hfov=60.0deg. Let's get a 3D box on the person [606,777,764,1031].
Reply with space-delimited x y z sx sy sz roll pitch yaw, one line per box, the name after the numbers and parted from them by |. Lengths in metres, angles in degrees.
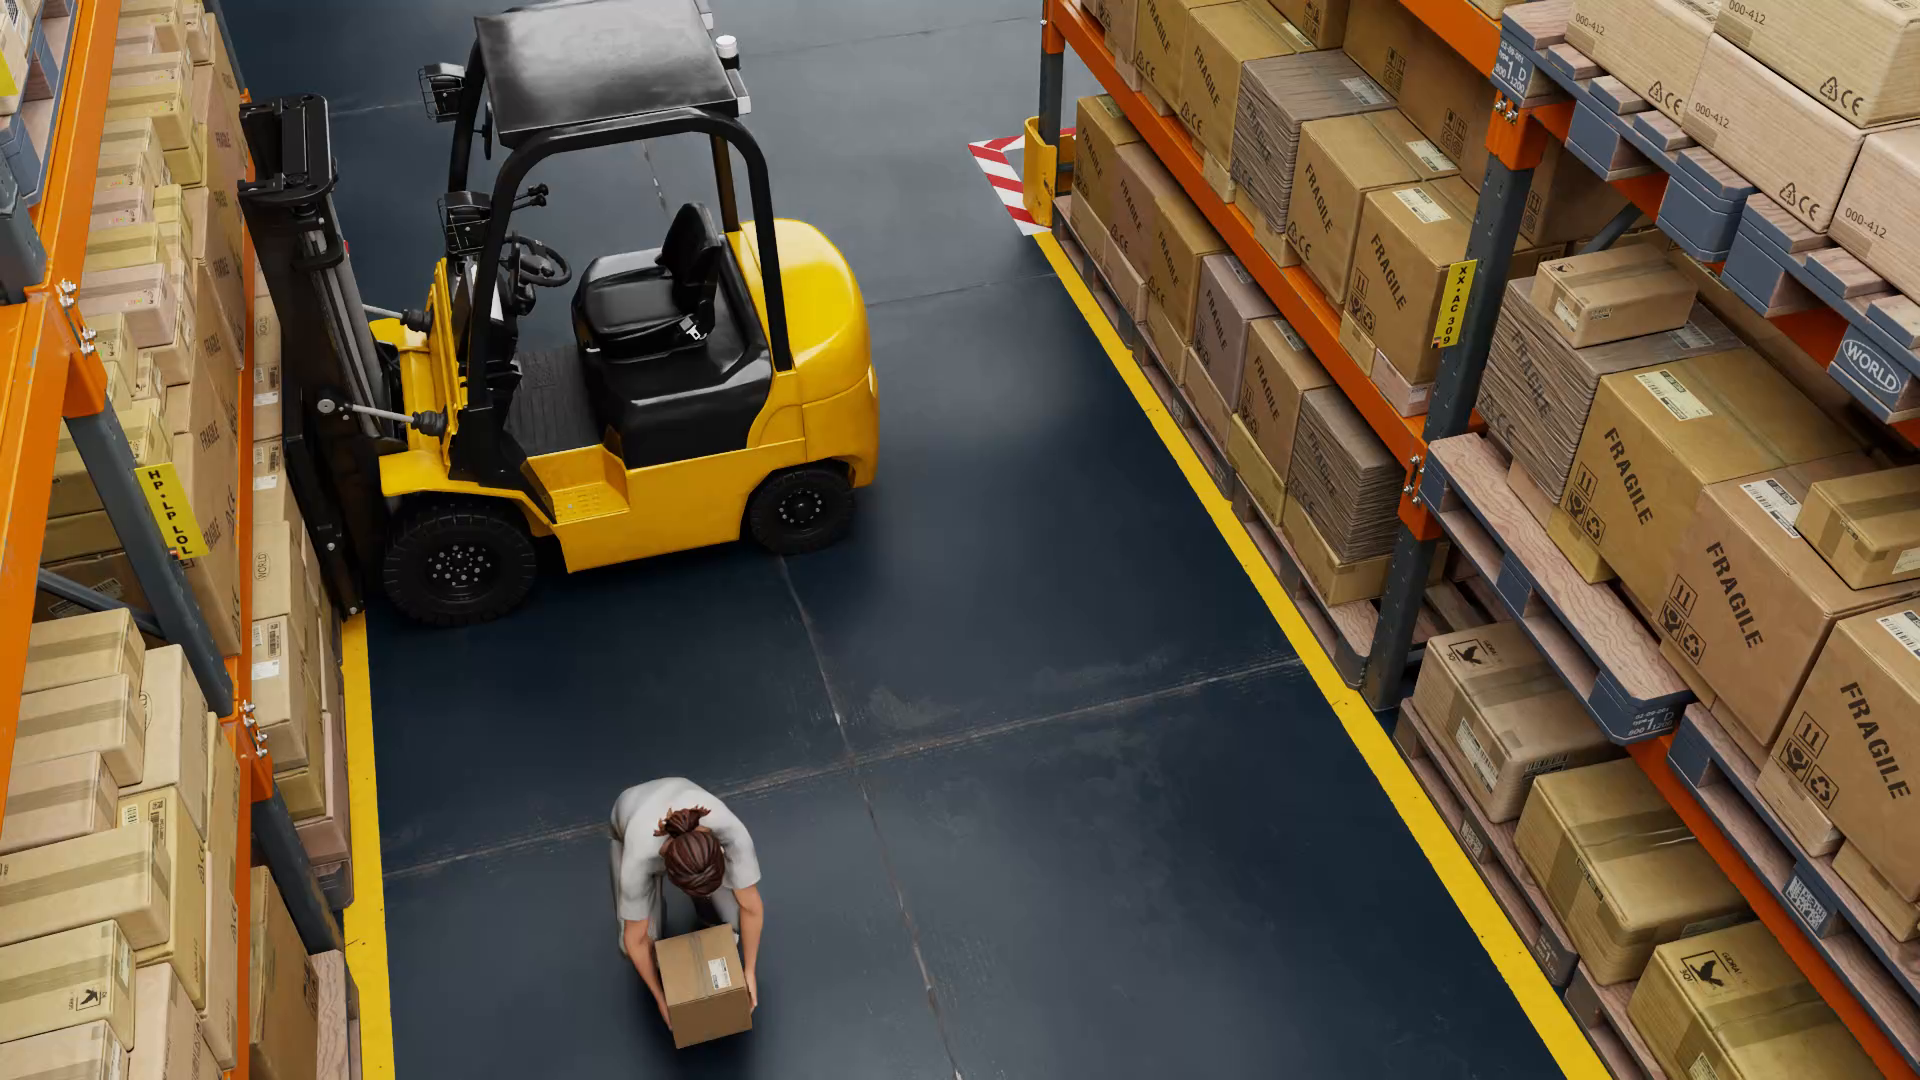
-0.919 1.114 5.495 0.490 0.935 0.805 -12 44 -13 | person
